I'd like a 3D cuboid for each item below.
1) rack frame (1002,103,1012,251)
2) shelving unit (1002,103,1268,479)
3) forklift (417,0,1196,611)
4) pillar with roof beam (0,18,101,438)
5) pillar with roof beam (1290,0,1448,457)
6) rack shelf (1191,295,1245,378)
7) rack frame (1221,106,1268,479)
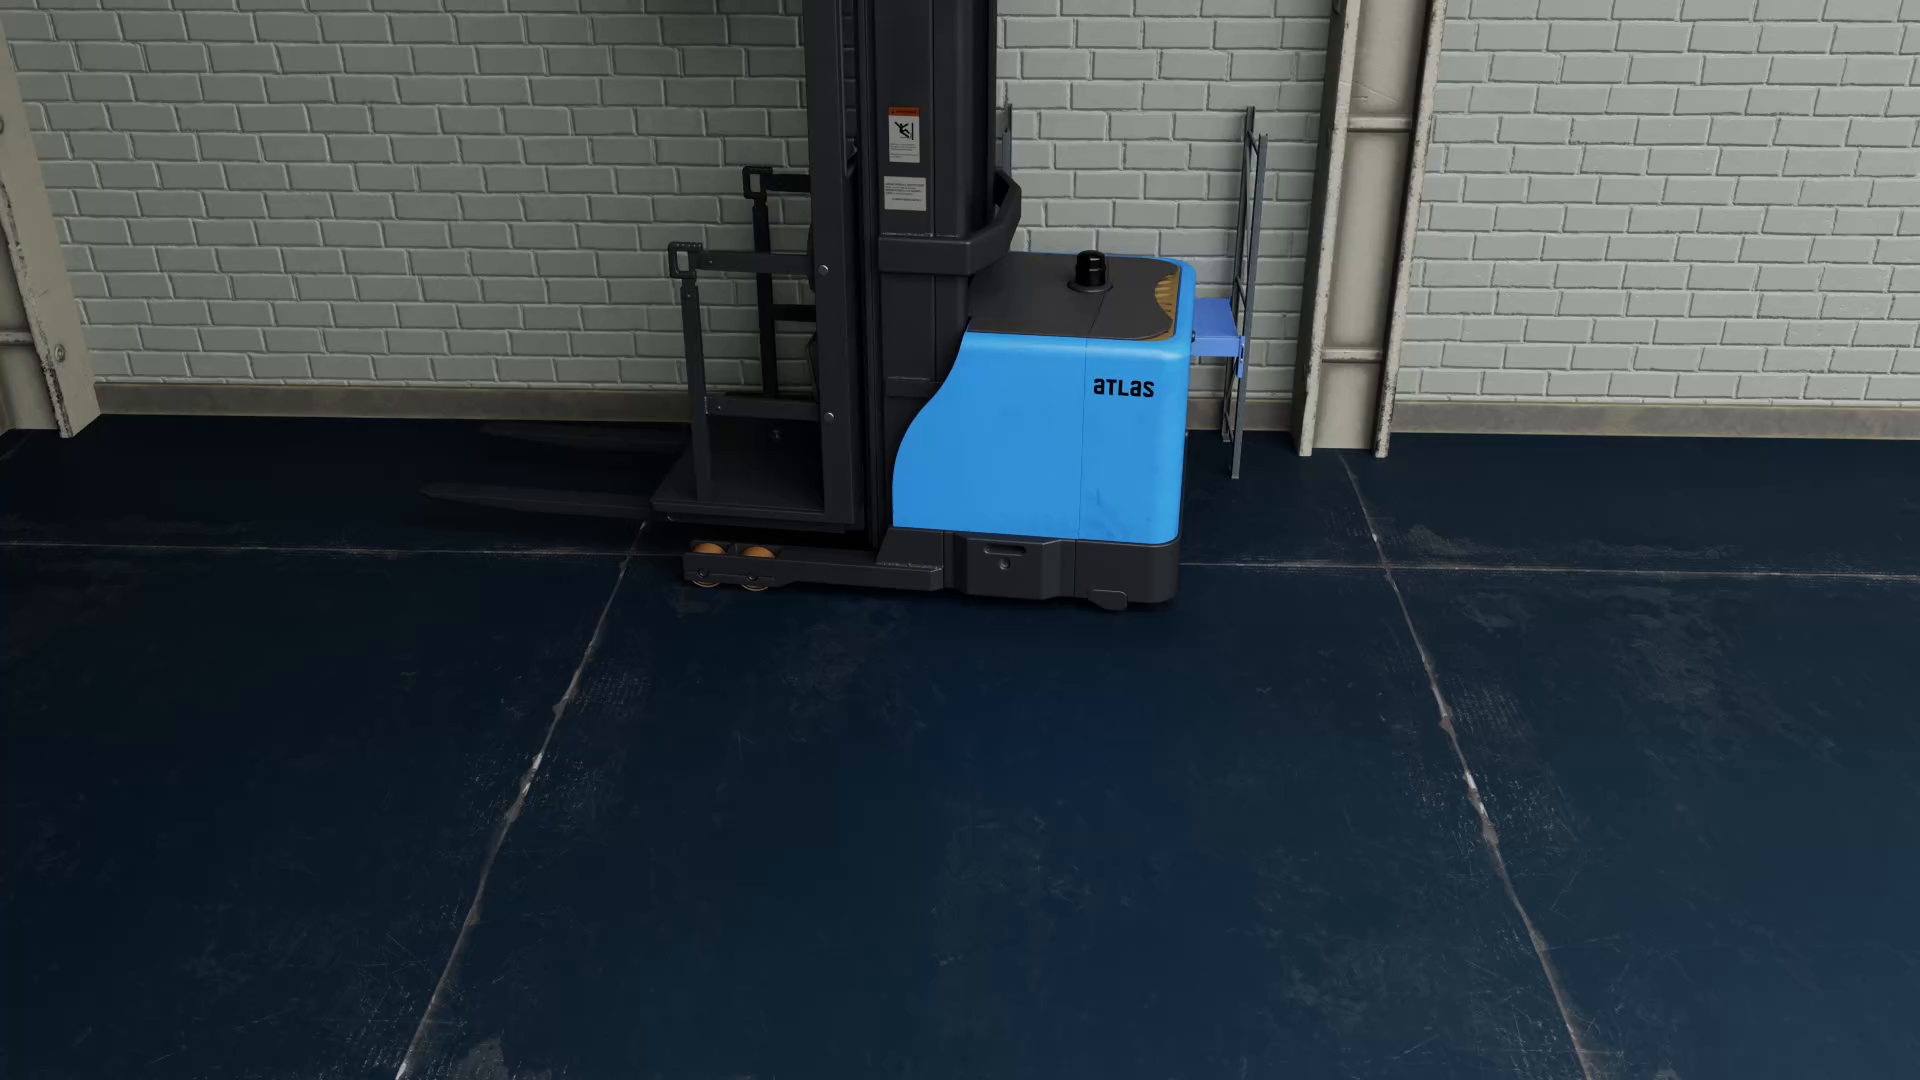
[{"bbox_3d":[0.195,-1.066,7.160,0.032,1.500,0.500,1,28,2],"label":"rack frame"},{"bbox_3d":[0.702,-1.056,7.140,1.048,1.500,0.538,1,28,2],"label":"shelving unit"},{"bbox_3d":[-0.622,-1.339,6.146,3.031,2.935,1.130,4,28,8],"label":"forklift"},{"bbox_3d":[-4.426,-2.507,1.871,0.400,9.000,9.100,1,28,2],"label":"pillar with roof beam"},{"bbox_3d":[1.571,-2.408,1.684,0.400,9.000,9.100,1,28,2],"label":"pillar with roof beam"},{"bbox_3d":[0.702,-0.897,7.224,1.000,0.185,0.538,1,28,2],"label":"rack shelf"},{"bbox_3d":[1.210,-1.045,7.119,0.032,1.500,0.500,1,28,2],"label":"rack frame"}]
